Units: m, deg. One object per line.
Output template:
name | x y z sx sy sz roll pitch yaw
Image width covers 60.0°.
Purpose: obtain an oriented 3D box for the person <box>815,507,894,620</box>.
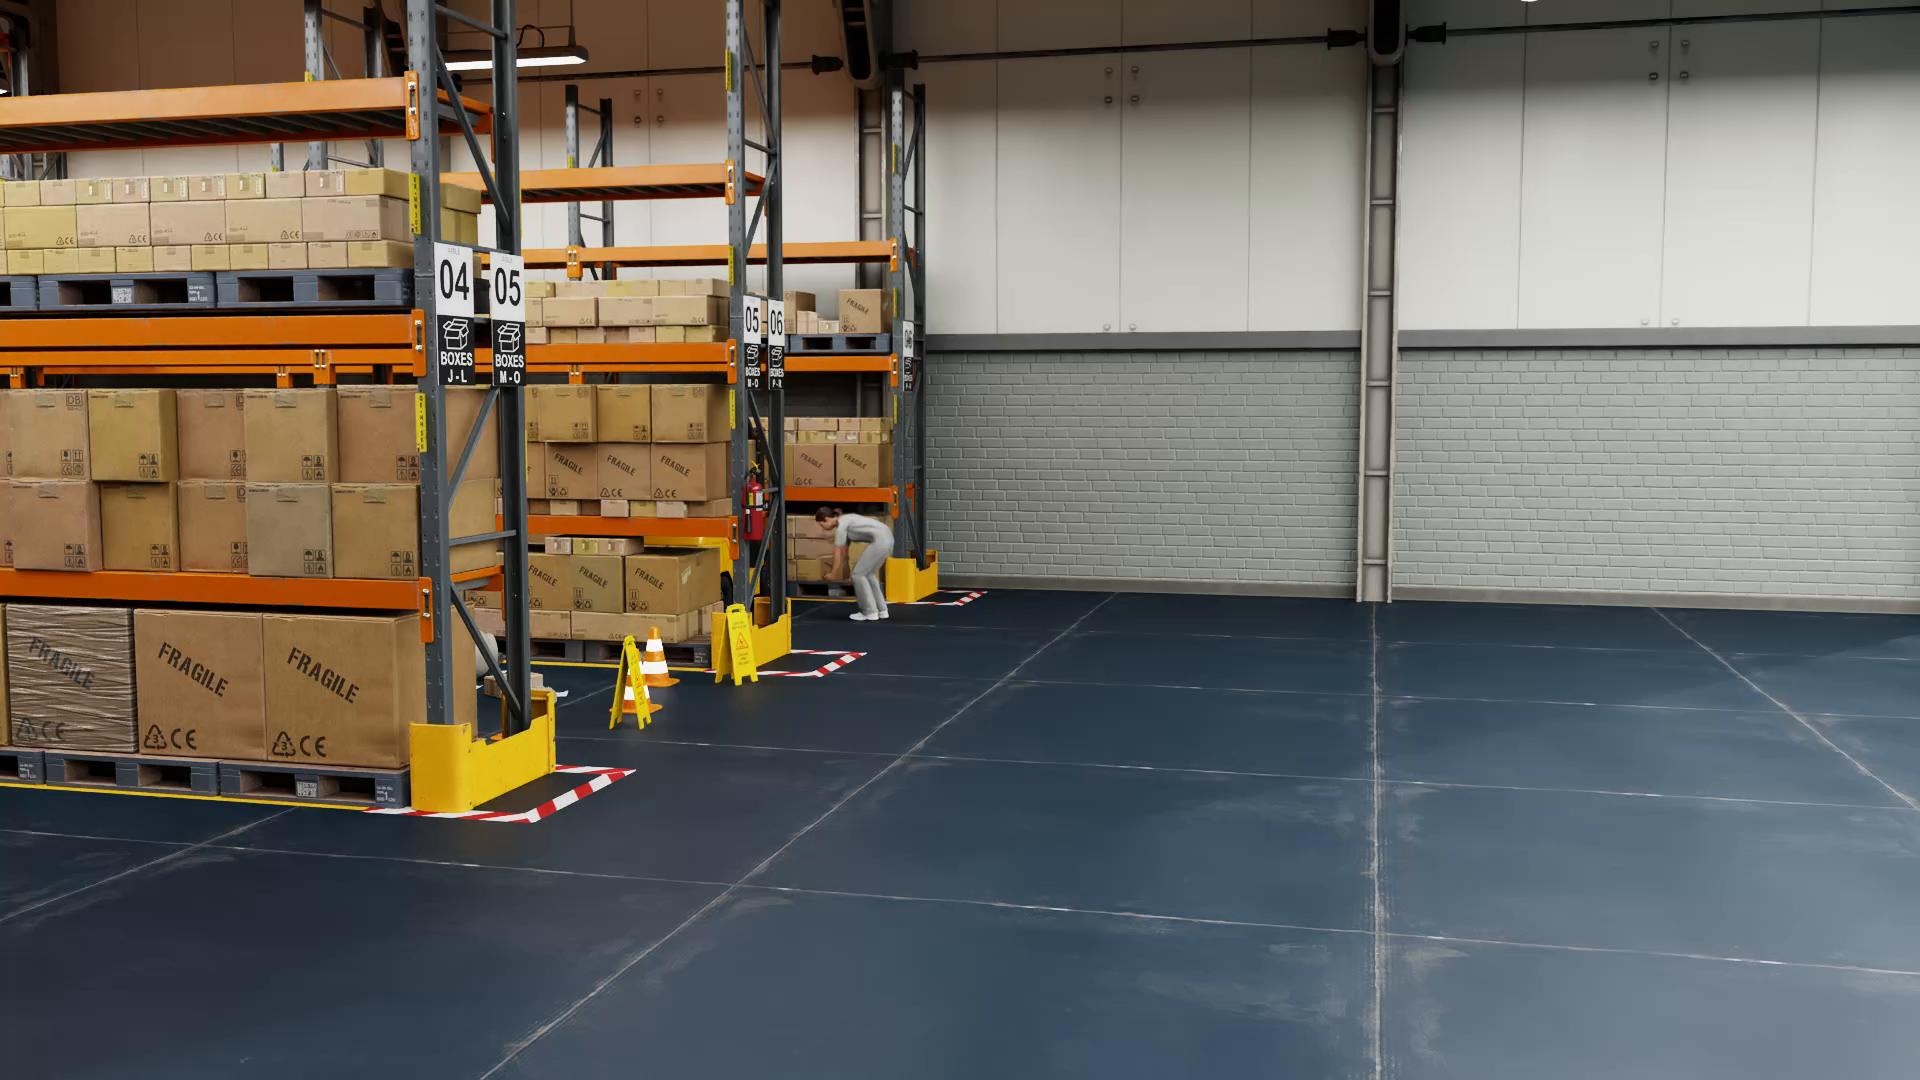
person | -1.117 0.244 17.577 0.844 1.188 0.429 1 5 11
